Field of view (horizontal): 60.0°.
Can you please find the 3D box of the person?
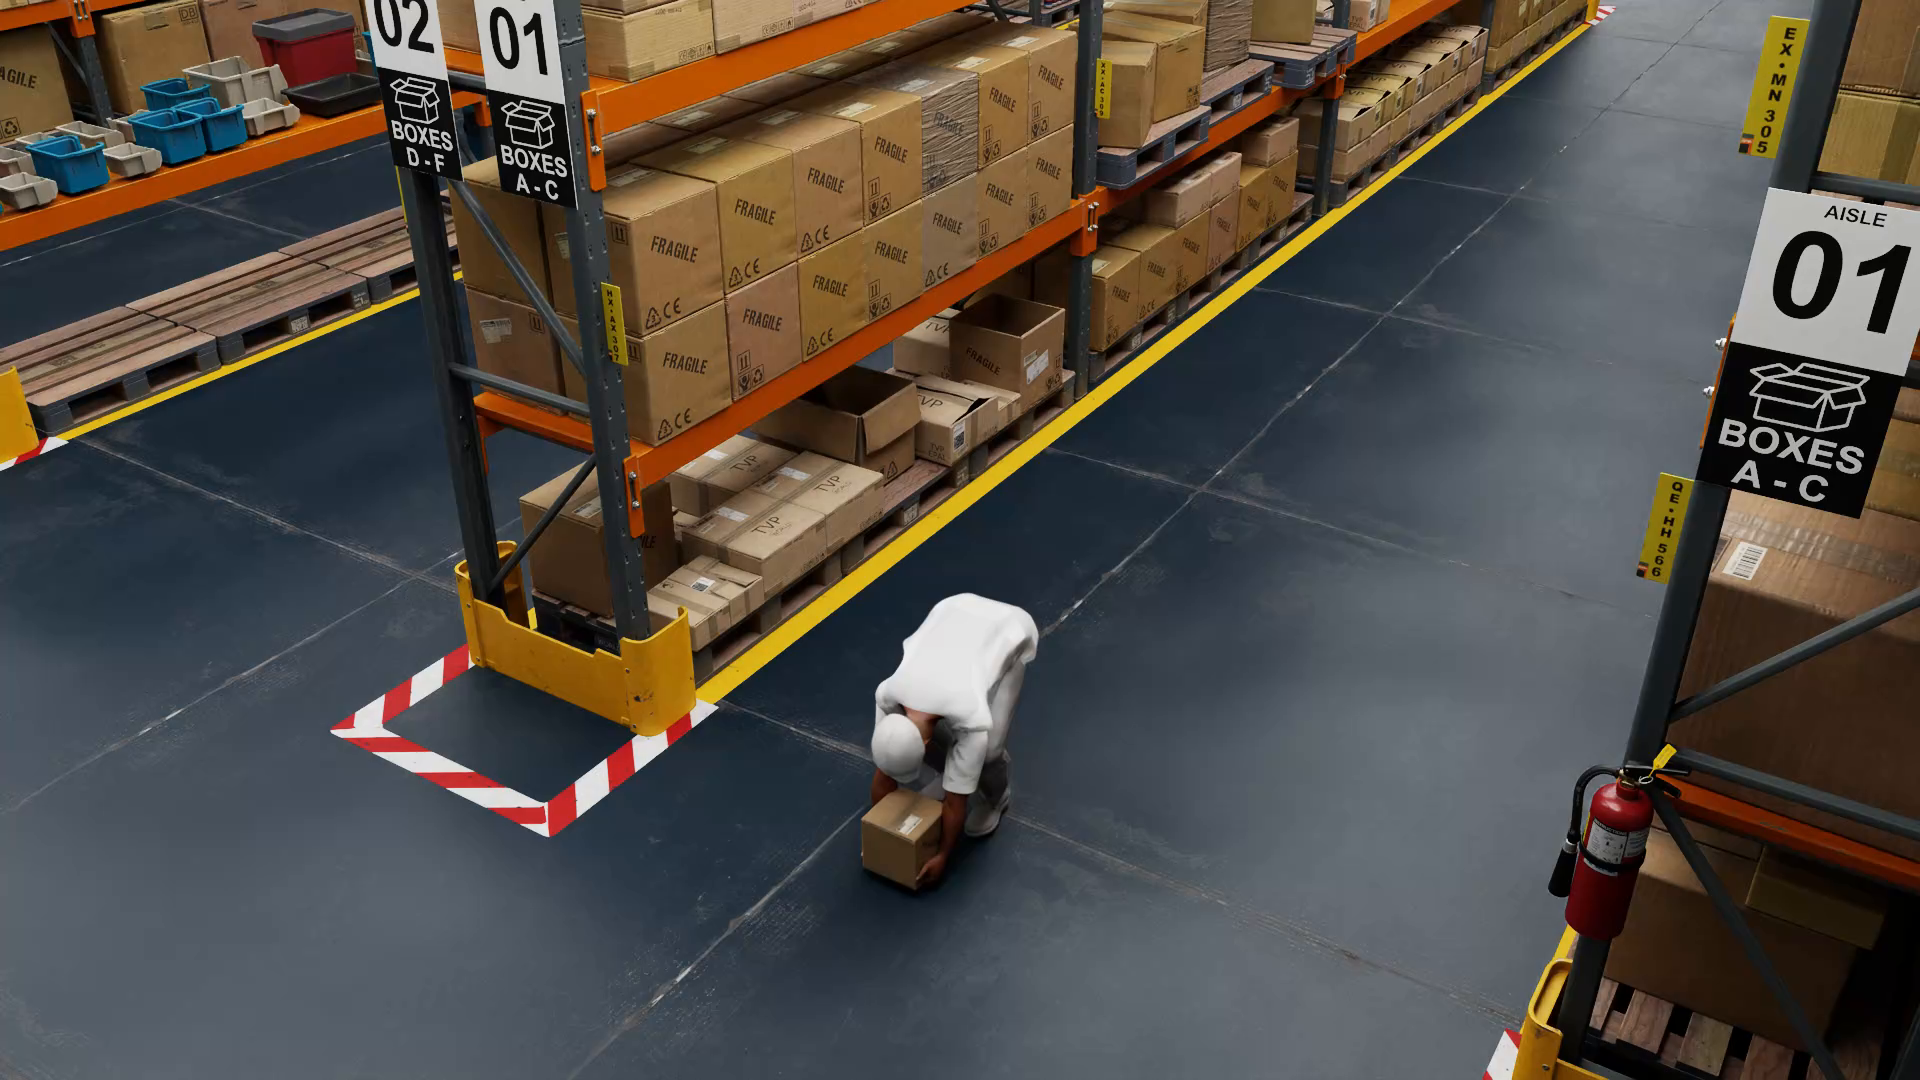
[{"bbox_3d":[-0.044,0.772,6.589,0.502,0.952,0.973,16,34,25],"label":"person"}]
